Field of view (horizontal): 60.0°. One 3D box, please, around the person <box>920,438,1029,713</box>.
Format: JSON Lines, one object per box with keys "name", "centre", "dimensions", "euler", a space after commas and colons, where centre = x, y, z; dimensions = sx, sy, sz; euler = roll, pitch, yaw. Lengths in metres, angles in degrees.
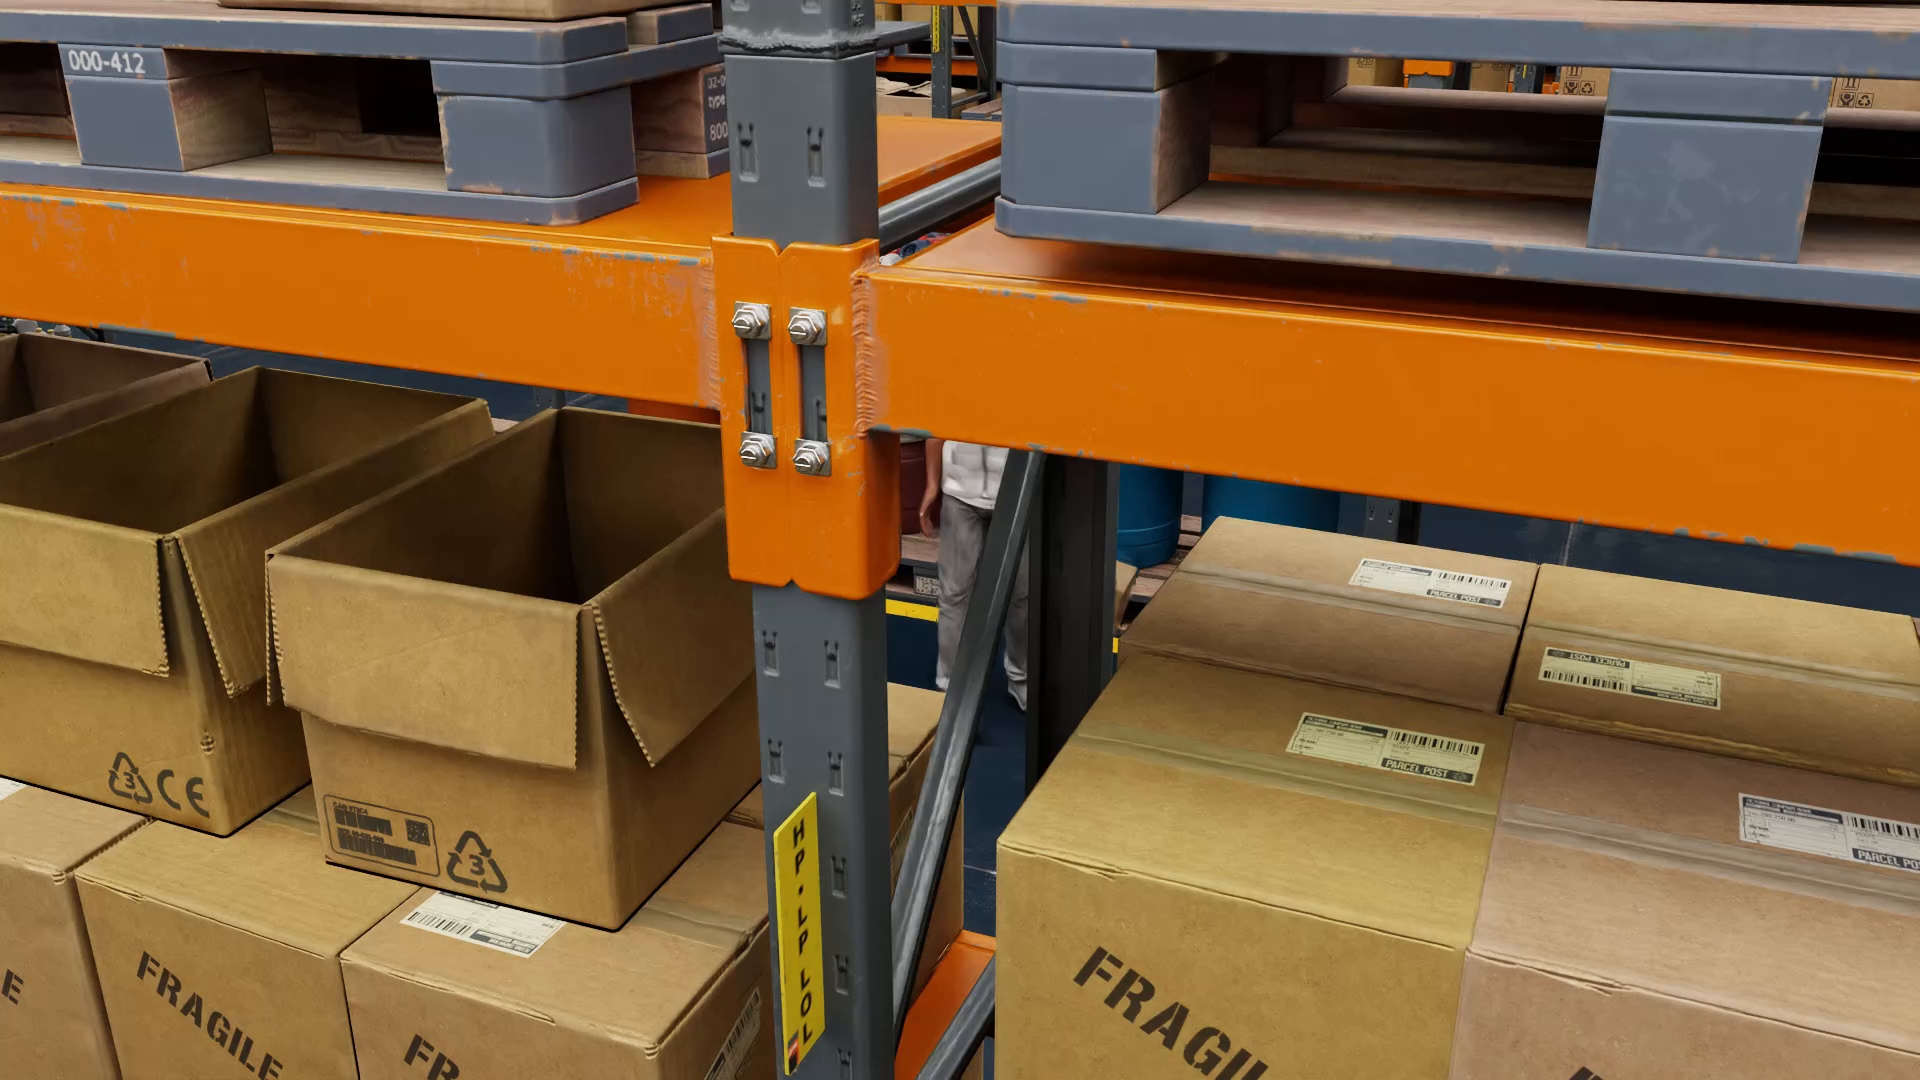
{"name": "person", "centre": [0.134, -0.136, 6.337], "dimensions": [0.575, 1.768, 0.550], "euler": [5, 23, 13]}
